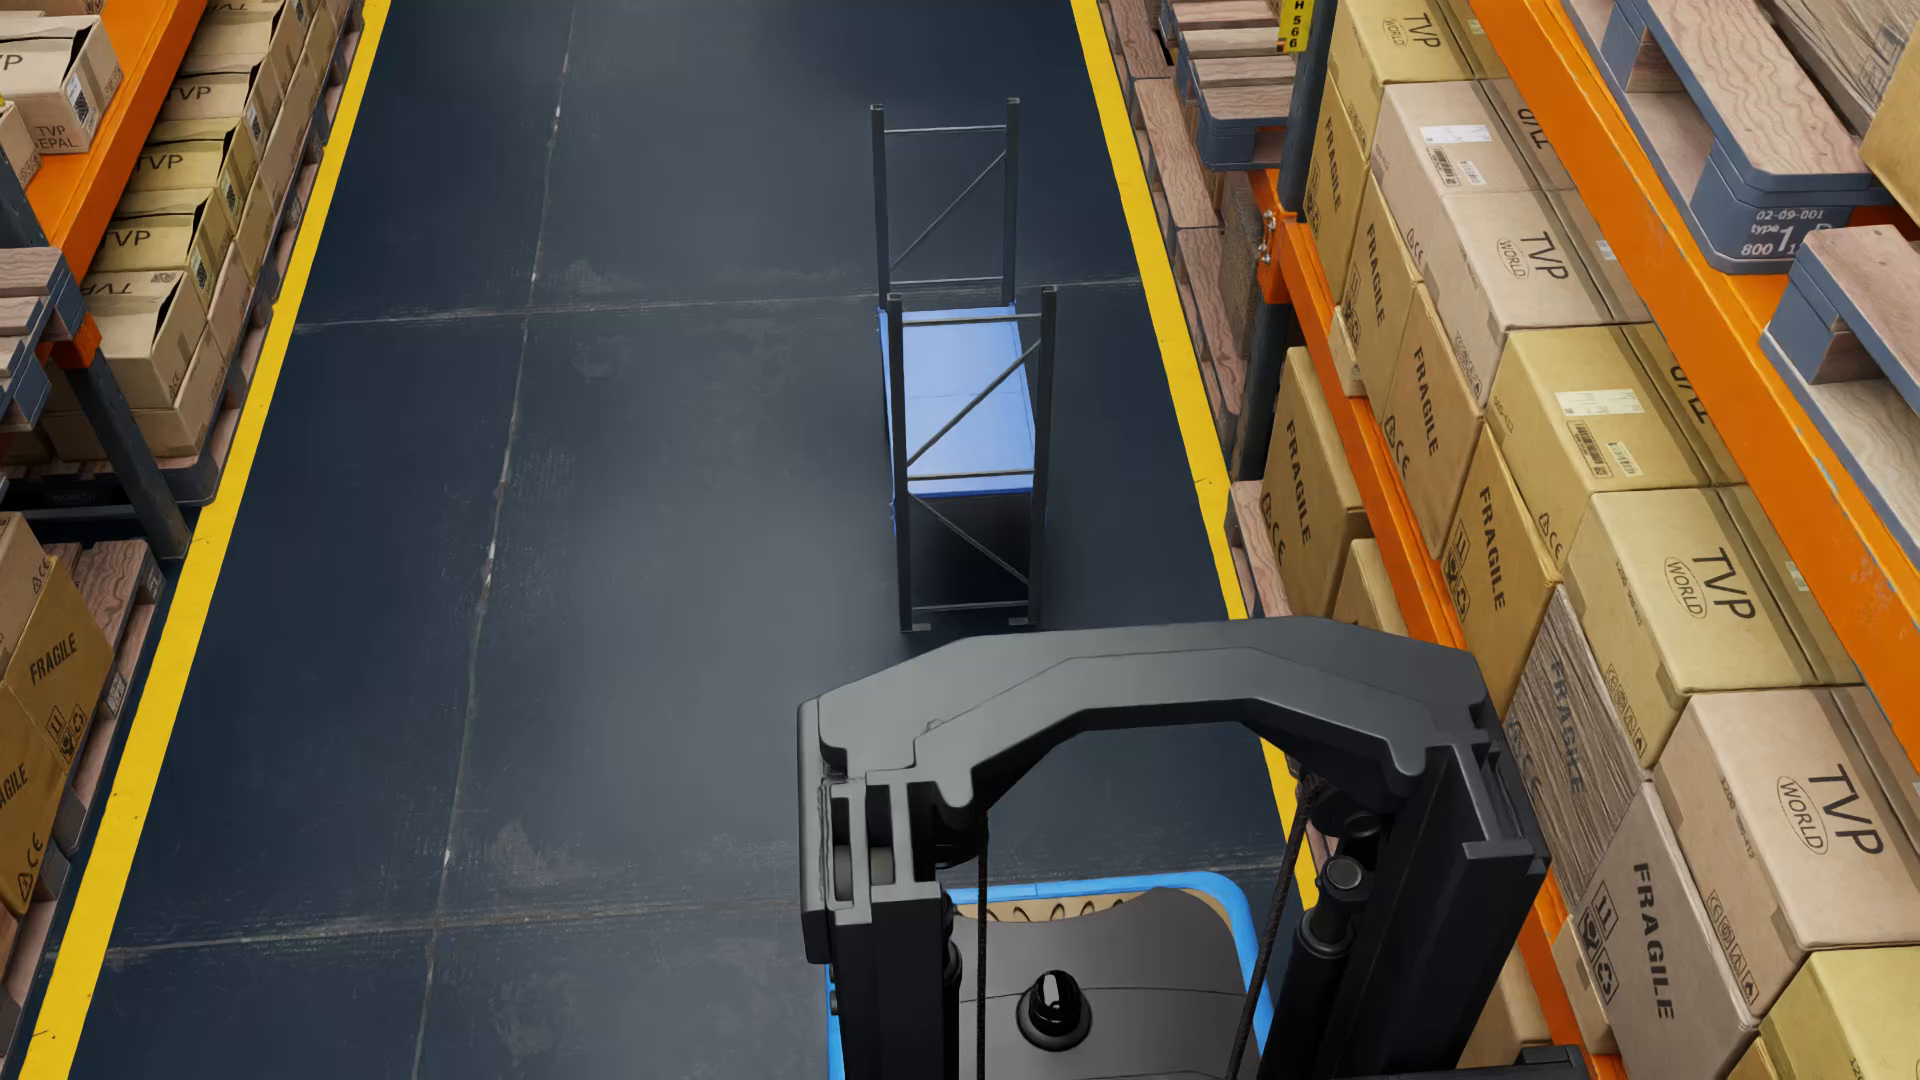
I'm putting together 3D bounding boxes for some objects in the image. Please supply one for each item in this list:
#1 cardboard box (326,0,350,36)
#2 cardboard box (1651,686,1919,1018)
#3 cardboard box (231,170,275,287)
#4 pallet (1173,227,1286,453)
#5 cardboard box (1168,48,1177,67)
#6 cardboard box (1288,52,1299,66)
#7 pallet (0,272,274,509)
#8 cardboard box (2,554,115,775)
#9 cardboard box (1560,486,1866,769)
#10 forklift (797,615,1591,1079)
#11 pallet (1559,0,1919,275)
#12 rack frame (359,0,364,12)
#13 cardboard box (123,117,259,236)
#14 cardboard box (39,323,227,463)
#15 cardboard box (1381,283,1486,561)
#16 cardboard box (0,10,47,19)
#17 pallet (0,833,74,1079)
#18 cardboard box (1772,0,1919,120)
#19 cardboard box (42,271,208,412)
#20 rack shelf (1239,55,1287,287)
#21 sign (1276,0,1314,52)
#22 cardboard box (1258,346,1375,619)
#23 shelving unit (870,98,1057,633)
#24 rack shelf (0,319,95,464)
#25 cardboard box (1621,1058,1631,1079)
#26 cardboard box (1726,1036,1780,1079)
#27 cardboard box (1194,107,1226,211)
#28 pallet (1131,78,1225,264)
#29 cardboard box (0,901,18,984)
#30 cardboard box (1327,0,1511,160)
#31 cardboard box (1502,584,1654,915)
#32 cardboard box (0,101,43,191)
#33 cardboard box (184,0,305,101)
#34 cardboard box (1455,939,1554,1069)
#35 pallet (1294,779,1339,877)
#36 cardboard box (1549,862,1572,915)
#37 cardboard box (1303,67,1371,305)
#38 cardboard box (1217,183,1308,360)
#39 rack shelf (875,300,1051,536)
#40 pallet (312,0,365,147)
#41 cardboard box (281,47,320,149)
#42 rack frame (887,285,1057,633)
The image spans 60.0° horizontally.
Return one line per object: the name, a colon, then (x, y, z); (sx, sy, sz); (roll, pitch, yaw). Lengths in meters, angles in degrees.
cardboard box: (-3.393, -2.780, 8.421); (0.500, 0.250, 0.500); (-4, 47, -4)
cardboard box: (1.561, 0.527, 2.881); (0.500, 0.250, 0.500); (-3, 47, -2)
cardboard box: (-3.226, -1.304, 7.024); (0.500, 0.250, 0.500); (-5, 47, -4)
pallet: (1.490, -0.880, 6.938); (1.003, 0.211, 1.213); (-3, 47, -3)
cardboard box: (1.390, -2.556, 8.024); (0.700, 0.500, 0.500); (-4, 47, -4)
cardboard box: (1.505, -1.798, 5.515); (0.700, 0.500, 0.500); (-8, 47, -8)
pallet: (-3.412, -0.608, 6.681); (1.003, 0.211, 1.213); (-3, 47, -3)
cardboard box: (-3.070, 0.401, 5.222); (0.500, 0.500, 0.500); (-2, 47, -2)
cardboard box: (1.519, 0.158, 3.231); (0.500, 0.250, 0.500); (-3, 47, -3)
forklift: (0.304, 1.625, 2.693); (1.130, 2.935, 3.031); (-3, 47, -3)
pallet: (1.757, -0.968, 3.165); (1.003, 0.211, 1.213); (-2, 47, -1)
rack frame: (-3.717, -3.863, 7.843); (1.000, 3.000, 0.127); (-3, 47, -3)
cardboard box: (-3.226, -1.506, 6.829); (0.500, 0.311, 0.500); (-5, 47, -4)
cardboard box: (-3.133, -0.565, 6.324); (0.500, 0.250, 0.500); (-4, 47, -3)
cardboard box: (1.415, -0.311, 4.191); (0.500, 0.500, 0.500); (-4, 47, -3)
cardboard box: (-3.545, -1.802, 6.064); (0.380, 0.149, 0.250); (0, 47, 0)
pallet: (-3.258, 1.413, 4.767); (1.003, 0.211, 1.213); (-3, 47, -3)
cardboard box: (1.835, -1.005, 2.698); (0.700, 0.500, 0.500); (-4, 47, -3)
cardboard box: (-3.133, -0.758, 6.120); (0.500, 0.311, 0.500); (-2, 47, -2)
rack shelf: (1.386, -2.473, 7.021); (1.077, 0.370, 4.000); (-3, 47, -3)
sign: (1.014, -1.604, 4.960); (0.100, 0.325, 0.005); (-3, 47, -3)
cardboard box: (1.485, -0.138, 5.506); (0.750, 0.750, 0.750); (-4, 47, -4)
shelving unit: (-0.007, -0.577, 5.764); (0.538, 1.500, 1.048); (-3, 47, -3)
rack shelf: (-3.215, 0.725, 3.993); (1.077, 0.370, 4.000); (-3, 47, -3)
cardboard box: (1.557, 1.102, 3.300); (0.380, 0.149, 0.250); (-2, 47, -2)
cardboard box: (1.599, 1.159, 2.799); (0.500, 0.500, 0.500); (-4, 47, -4)
cardboard box: (1.445, -1.820, 7.326); (0.700, 0.500, 0.500); (-4, 47, -4)
pallet: (1.391, -1.760, 7.772); (1.003, 0.211, 1.213); (-3, 47, -3)
cardboard box: (-2.977, 1.155, 4.509); (0.500, 0.500, 0.500); (-5, 47, -5)
cardboard box: (1.337, -1.309, 4.620); (0.500, 0.250, 0.500); (-2, 47, -2)
cardboard box: (1.513, 0.426, 3.493); (0.500, 0.500, 0.500); (-3, 47, -3)
cardboard box: (-3.369, -1.204, 5.386); (0.500, 0.311, 0.500); (-1, 47, -1)
cardboard box: (-3.308, -2.242, 7.526); (0.500, 0.311, 0.500); (-4, 47, -3)
cardboard box: (1.627, 1.111, 4.324); (0.750, 0.750, 0.750); (-2, 47, -2)
pallet: (1.644, 1.141, 5.024); (1.003, 0.211, 1.213); (-3, 47, -3)
cardboard box: (1.522, 0.733, 3.649); (0.380, 0.149, 0.250); (-3, 47, -3)
cardboard box: (1.339, -1.050, 4.891); (0.500, 0.500, 0.500); (-2, 47, -2)
cardboard box: (1.442, -1.083, 6.628); (0.700, 0.500, 0.500); (-3, 47, -3)
rack shelf: (-0.007, -0.454, 5.895); (0.538, 0.185, 1.000); (-3, 47, -3)
pallet: (-3.616, -2.374, 8.353); (1.003, 0.211, 1.213); (-3, 47, -3)
cardboard box: (-3.310, -2.044, 7.724); (0.500, 0.250, 0.500); (-3, 47, -2)
rack frame: (0.035, -0.210, 5.416); (0.500, 1.500, 0.032); (-3, 47, -3)
